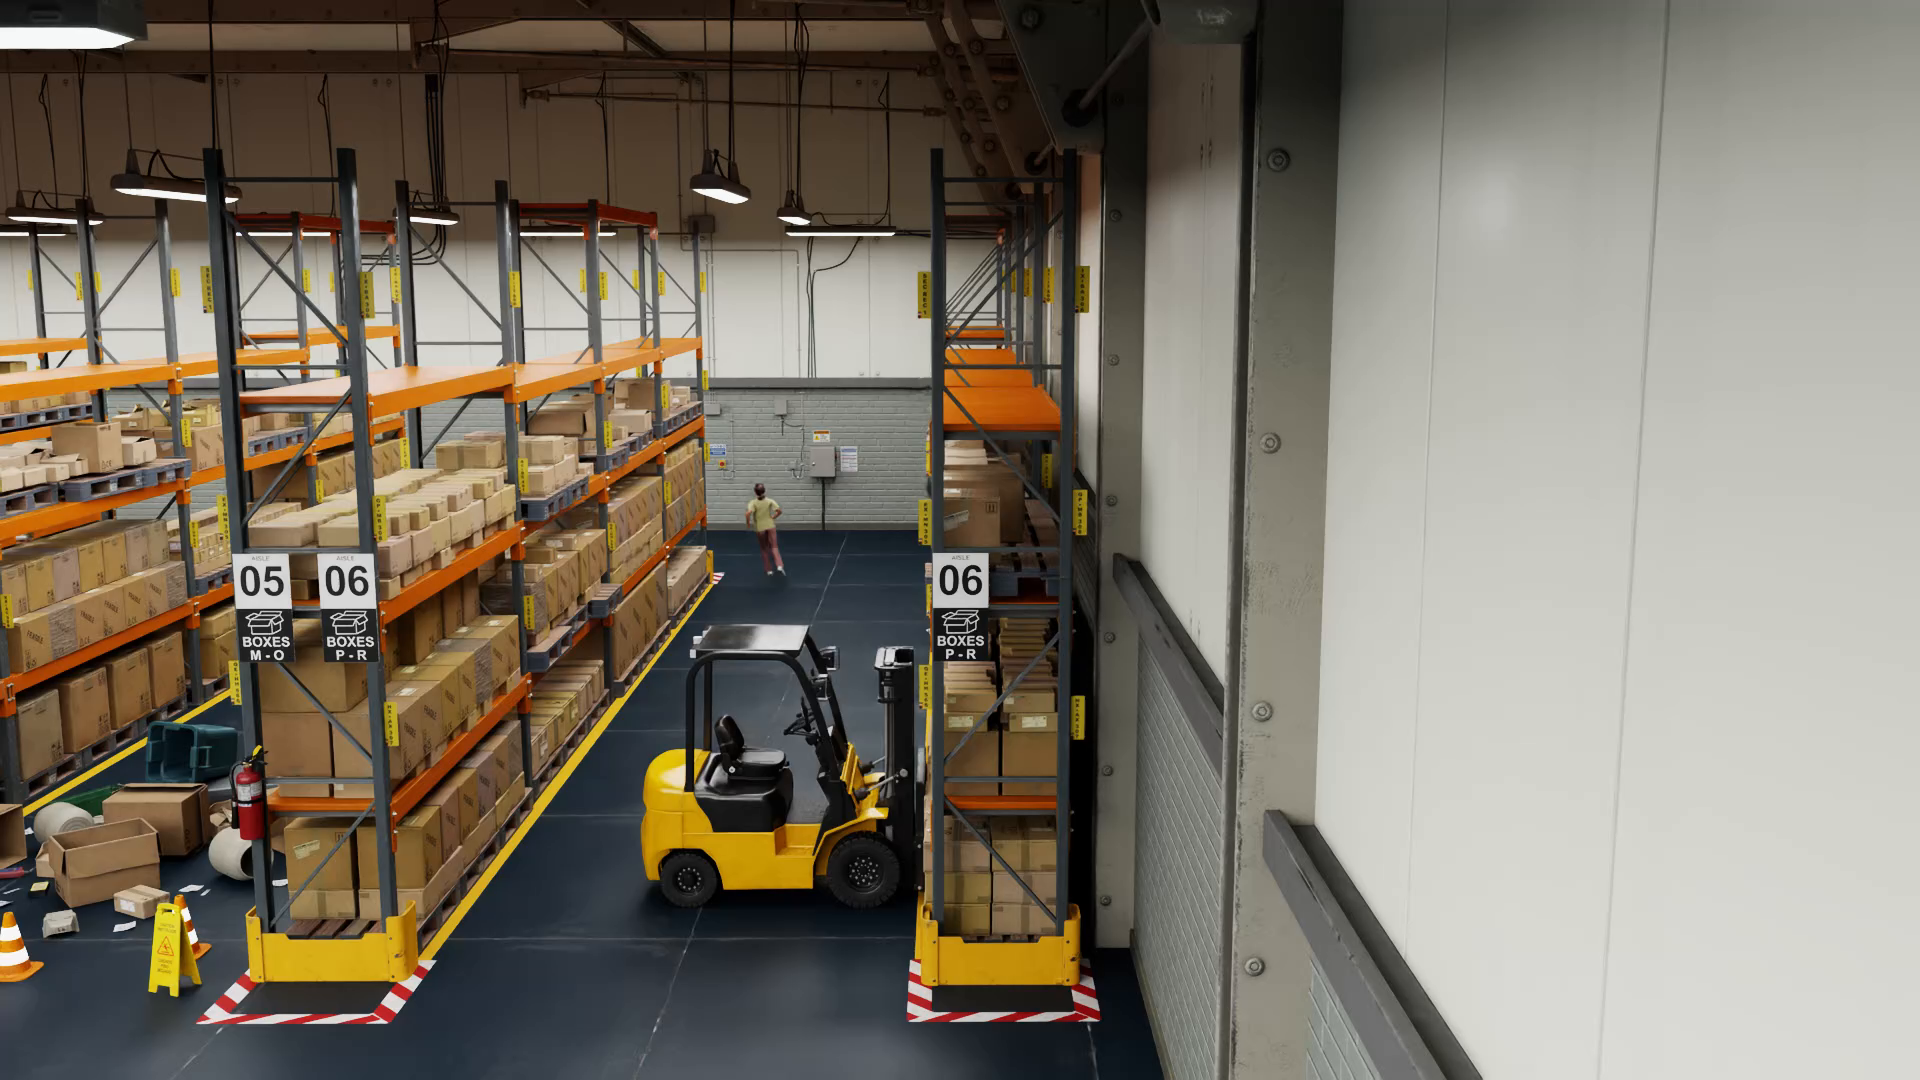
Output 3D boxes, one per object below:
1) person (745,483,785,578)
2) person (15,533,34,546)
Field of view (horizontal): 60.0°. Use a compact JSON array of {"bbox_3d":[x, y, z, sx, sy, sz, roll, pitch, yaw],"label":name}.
[{"bbox_3d":[-3.332,-0.155,28.159,0.638,1.642,0.949,-2,9,-14],"label":"person"},{"bbox_3d":[-12.945,0.678,23.107,0.585,1.662,0.604,-1,9,-8],"label":"person"}]
